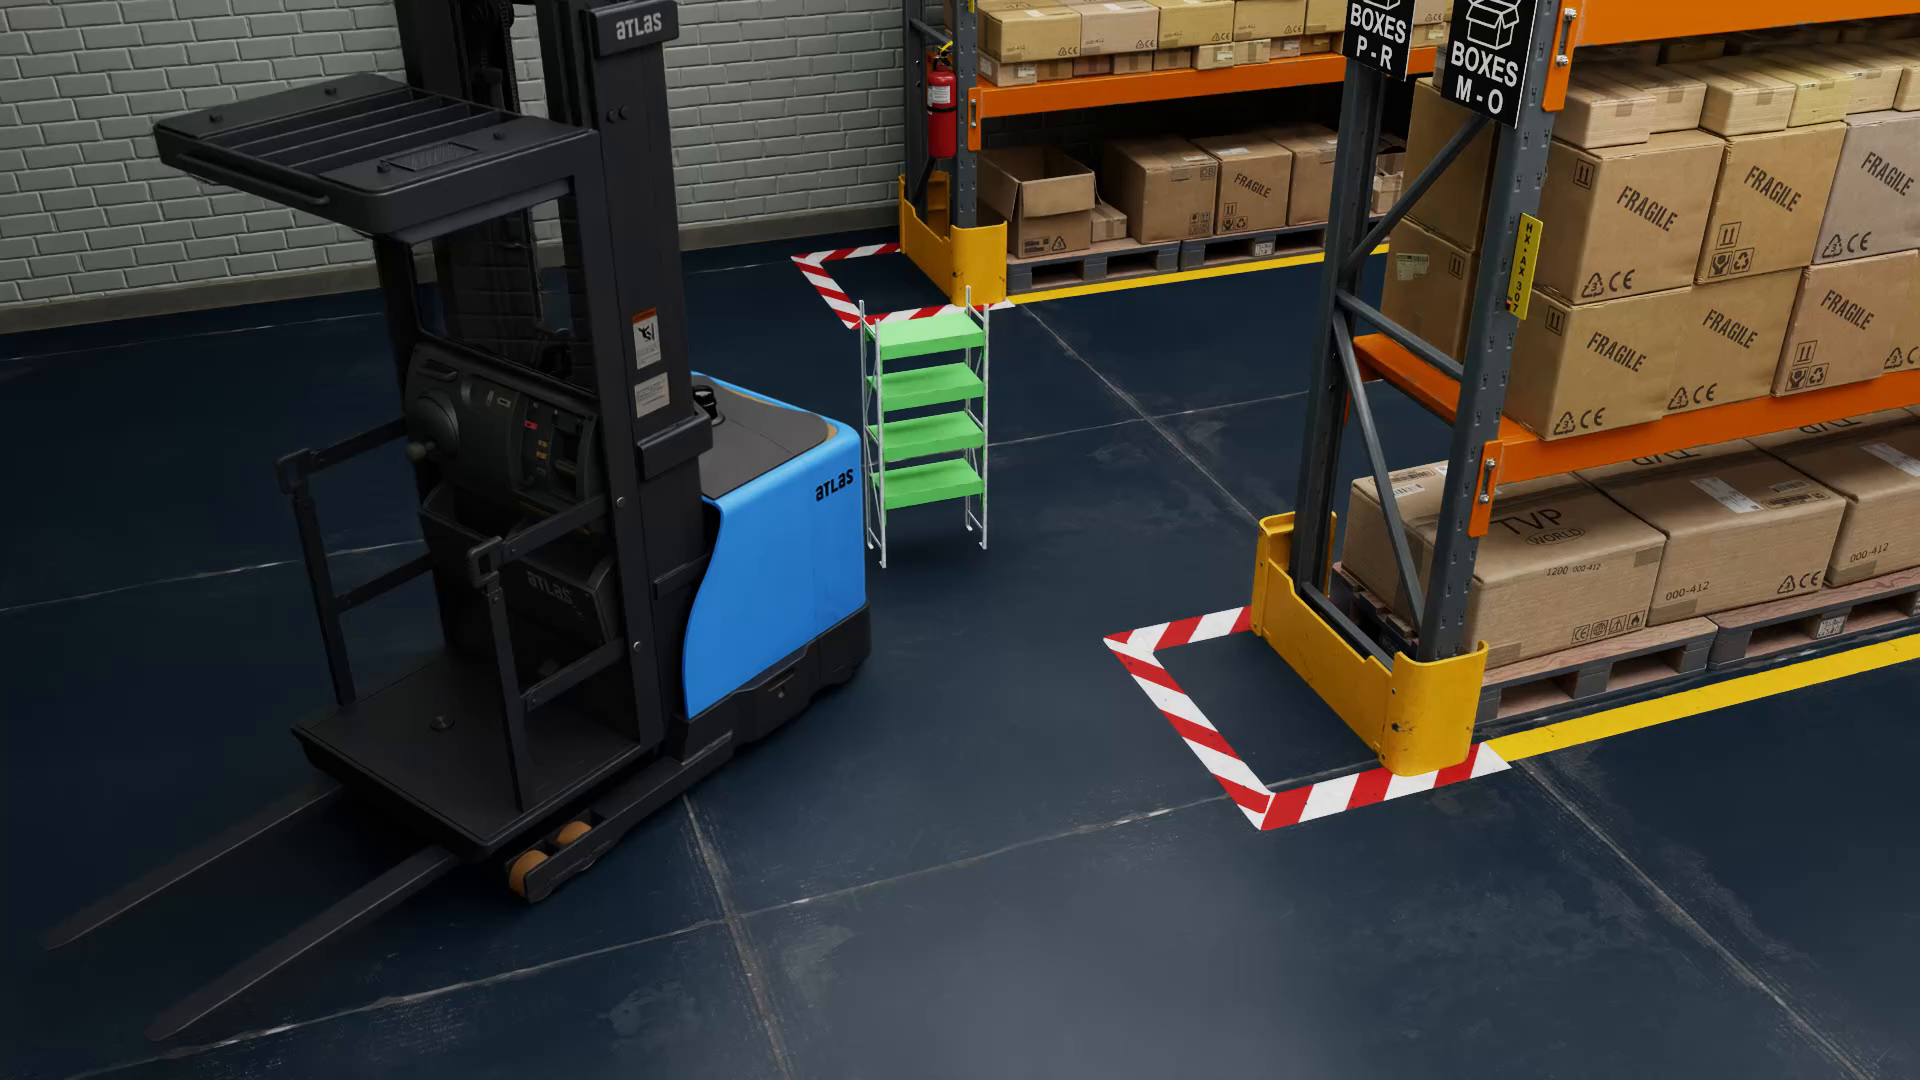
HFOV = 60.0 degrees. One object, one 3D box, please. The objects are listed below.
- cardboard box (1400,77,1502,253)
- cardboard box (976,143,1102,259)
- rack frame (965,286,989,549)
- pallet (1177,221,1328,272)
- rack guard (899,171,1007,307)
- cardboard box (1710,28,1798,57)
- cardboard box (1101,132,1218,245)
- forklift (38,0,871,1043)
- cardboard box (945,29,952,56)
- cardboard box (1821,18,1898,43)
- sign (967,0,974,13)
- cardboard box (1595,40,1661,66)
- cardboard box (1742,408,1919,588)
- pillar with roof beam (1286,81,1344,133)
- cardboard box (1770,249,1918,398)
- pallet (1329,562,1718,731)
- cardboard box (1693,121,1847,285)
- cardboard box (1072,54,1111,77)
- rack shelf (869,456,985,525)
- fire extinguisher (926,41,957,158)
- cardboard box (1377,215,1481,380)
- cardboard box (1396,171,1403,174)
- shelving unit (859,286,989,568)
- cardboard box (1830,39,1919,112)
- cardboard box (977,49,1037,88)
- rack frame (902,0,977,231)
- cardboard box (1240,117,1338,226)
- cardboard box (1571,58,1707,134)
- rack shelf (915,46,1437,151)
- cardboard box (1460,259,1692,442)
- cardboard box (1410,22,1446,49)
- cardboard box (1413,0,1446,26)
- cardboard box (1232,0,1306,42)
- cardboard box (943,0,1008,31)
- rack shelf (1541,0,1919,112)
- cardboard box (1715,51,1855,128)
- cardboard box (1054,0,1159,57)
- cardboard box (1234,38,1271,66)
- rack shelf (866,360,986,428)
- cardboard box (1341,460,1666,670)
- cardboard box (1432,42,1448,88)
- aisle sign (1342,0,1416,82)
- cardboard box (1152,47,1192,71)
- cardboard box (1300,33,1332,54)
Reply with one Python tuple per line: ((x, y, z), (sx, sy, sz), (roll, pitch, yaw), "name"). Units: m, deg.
((1.974, -1.388, 6.044), (0.500, 0.500, 0.500), (-9, 31, -16), "cardboard box")
((0.477, -2.178, 10.640), (0.637, 0.503, 0.797), (-12, 32, -20), "cardboard box")
((0.074, -0.535, 7.477), (0.015, 1.200, 0.240), (-10, 31, -18), "rack frame")
((1.830, -2.166, 11.340), (1.213, 0.211, 1.003), (-10, 31, -18), "pallet")
((-0.058, -1.945, 10.659), (0.348, 0.500, 1.175), (-10, 31, -18), "rack guard")
((2.834, -1.806, 6.123), (0.250, 0.149, 0.380), (-11, 31, -18), "cardboard box")
((1.291, -2.306, 10.868), (0.500, 0.500, 0.700), (-9, 31, -16), "cardboard box")
((-1.658, -0.333, 5.373), (1.130, 2.935, 3.031), (21, 36, 32), "forklift")
((0.087, -3.091, 10.399), (0.250, 0.149, 0.380), (-11, 31, -18), "cardboard box")
((3.301, -1.913, 6.311), (0.250, 0.149, 0.380), (-9, 31, -16), "cardboard box")
((0.060, -3.143, 9.361), (0.005, 0.325, 0.100), (-10, 31, -18), "sign")
((2.313, -1.769, 6.059), (0.250, 0.149, 0.380), (-11, 31, -18), "cardboard box")
((3.889, -0.262, 7.344), (0.875, 0.438, 0.875), (-11, 32, -19), "cardboard box")
((4.154, -4.616, 6.762), (0.400, 9.000, 9.100), (-10, 31, -18), "pillar with roof beam")
((3.102, -0.889, 6.179), (0.500, 0.500, 0.500), (-11, 31, -18), "cardboard box")
((2.327, 0.321, 6.973), (1.213, 0.211, 1.003), (-10, 31, -18), "pallet")
((2.636, -1.237, 5.780), (0.500, 0.500, 0.500), (-11, 32, -19), "cardboard box")
((0.731, -2.965, 10.179), (0.250, 0.149, 0.380), (-11, 31, -18), "cardboard box")
((-0.155, -0.229, 7.553), (0.480, 0.148, 0.258), (-10, 31, -18), "rack shelf")
((-0.106, -2.583, 9.708), (0.183, 0.674, 0.296), (-10, 31, -18), "fire extinguisher")
((1.964, -0.965, 6.313), (0.500, 0.500, 0.500), (-10, 31, -17), "cardboard box")
((3.200, -2.420, 11.423), (0.250, 0.149, 0.380), (-11, 32, -19), "cardboard box")
((-0.155, -0.493, 7.403), (0.503, 1.200, 0.258), (-10, 31, -18), "shelving unit")
((3.255, -1.626, 5.807), (0.250, 0.149, 0.380), (-10, 31, -17), "cardboard box")
((0.274, -2.839, 9.956), (0.250, 0.149, 0.380), (-11, 31, -18), "cardboard box")
((-0.130, -3.018, 10.018), (0.127, 3.000, 1.000), (-10, 31, -18), "rack frame")
((2.264, -2.485, 11.182), (0.500, 0.500, 0.700), (-12, 32, -19), "cardboard box")
((2.255, -1.487, 5.563), (0.250, 0.149, 0.380), (-10, 31, -16), "cardboard box")
((1.745, -3.051, 10.802), (4.000, 0.370, 1.077), (-10, 31, -18), "rack shelf")
((2.155, -0.709, 5.863), (0.500, 0.500, 0.500), (-11, 31, -18), "cardboard box")
((2.937, -3.316, 10.794), (0.250, 0.149, 0.380), (-10, 31, -16), "cardboard box")
((2.763, -3.478, 10.676), (0.500, 0.250, 0.500), (-10, 31, -17), "cardboard box")
((1.808, -3.310, 10.381), (0.500, 0.250, 0.500), (-11, 32, -19), "cardboard box")
((0.209, -3.285, 10.337), (0.500, 0.250, 0.500), (-10, 31, -16), "cardboard box")
((3.479, -2.052, 6.018), (4.000, 0.370, 1.077), (-10, 31, -18), "rack shelf")
((2.779, -1.532, 5.643), (0.250, 0.149, 0.380), (-11, 32, -19), "cardboard box")
((0.862, -3.123, 10.052), (0.500, 0.250, 0.500), (-10, 31, -17), "cardboard box")
((1.739, -3.093, 10.402), (0.250, 0.149, 0.380), (-10, 31, -16), "cardboard box")
((-0.155, -0.646, 7.316), (0.480, 0.148, 0.258), (-10, 31, -18), "rack shelf")
((2.188, 0.054, 6.788), (0.875, 0.438, 0.875), (-12, 32, -19), "cardboard box")
((1.871, -1.631, 5.816), (0.250, 0.149, 0.380), (-10, 31, -17), "cardboard box")
((1.429, -1.977, 5.564), (0.004, 0.787, 0.394), (-10, 31, -18), "aisle sign")
((1.236, -3.029, 10.290), (0.250, 0.149, 0.380), (-10, 31, -17), "cardboard box")
((2.171, -3.234, 10.650), (0.250, 0.149, 0.380), (-10, 31, -17), "cardboard box")
